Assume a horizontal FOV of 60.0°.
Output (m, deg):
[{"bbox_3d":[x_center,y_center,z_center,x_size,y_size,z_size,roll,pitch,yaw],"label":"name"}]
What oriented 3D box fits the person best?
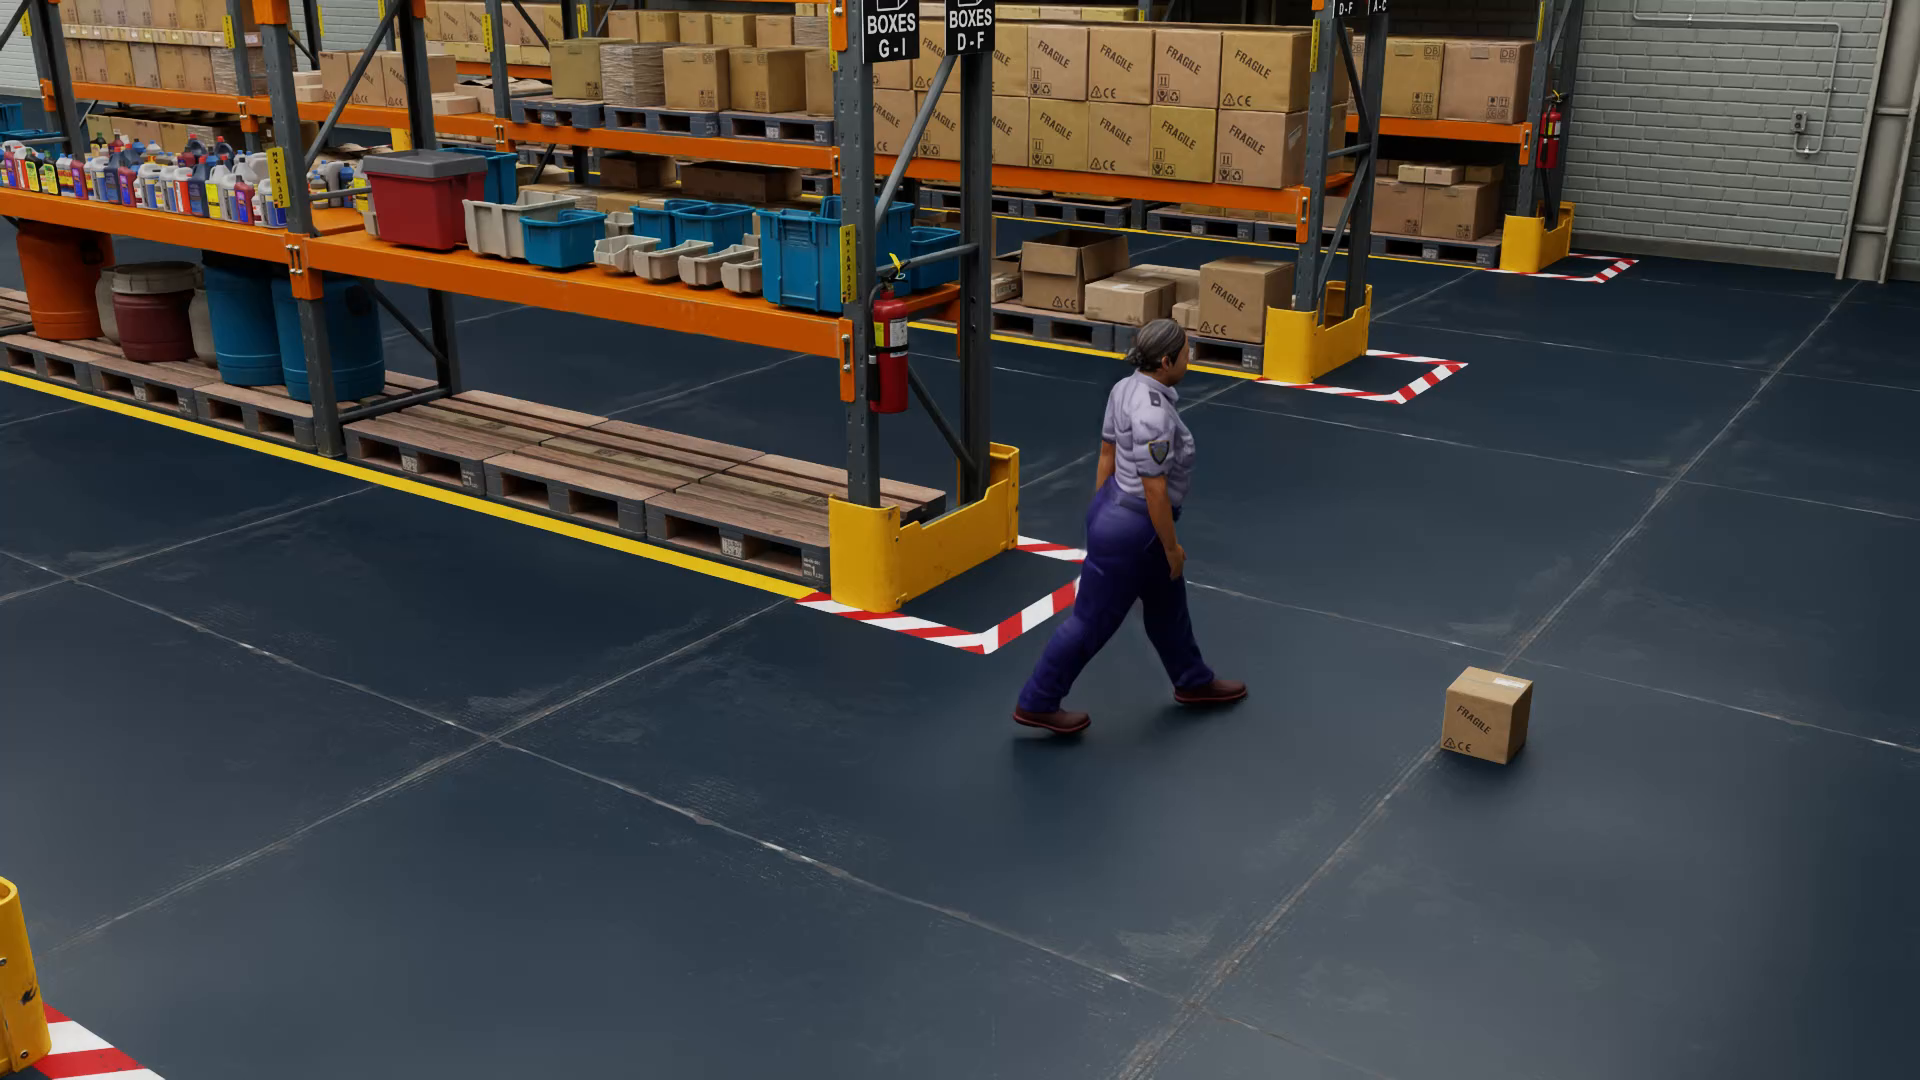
[{"bbox_3d":[0.681,-0.051,6.226,0.962,1.587,0.502,-1,20,-2],"label":"person"}]
